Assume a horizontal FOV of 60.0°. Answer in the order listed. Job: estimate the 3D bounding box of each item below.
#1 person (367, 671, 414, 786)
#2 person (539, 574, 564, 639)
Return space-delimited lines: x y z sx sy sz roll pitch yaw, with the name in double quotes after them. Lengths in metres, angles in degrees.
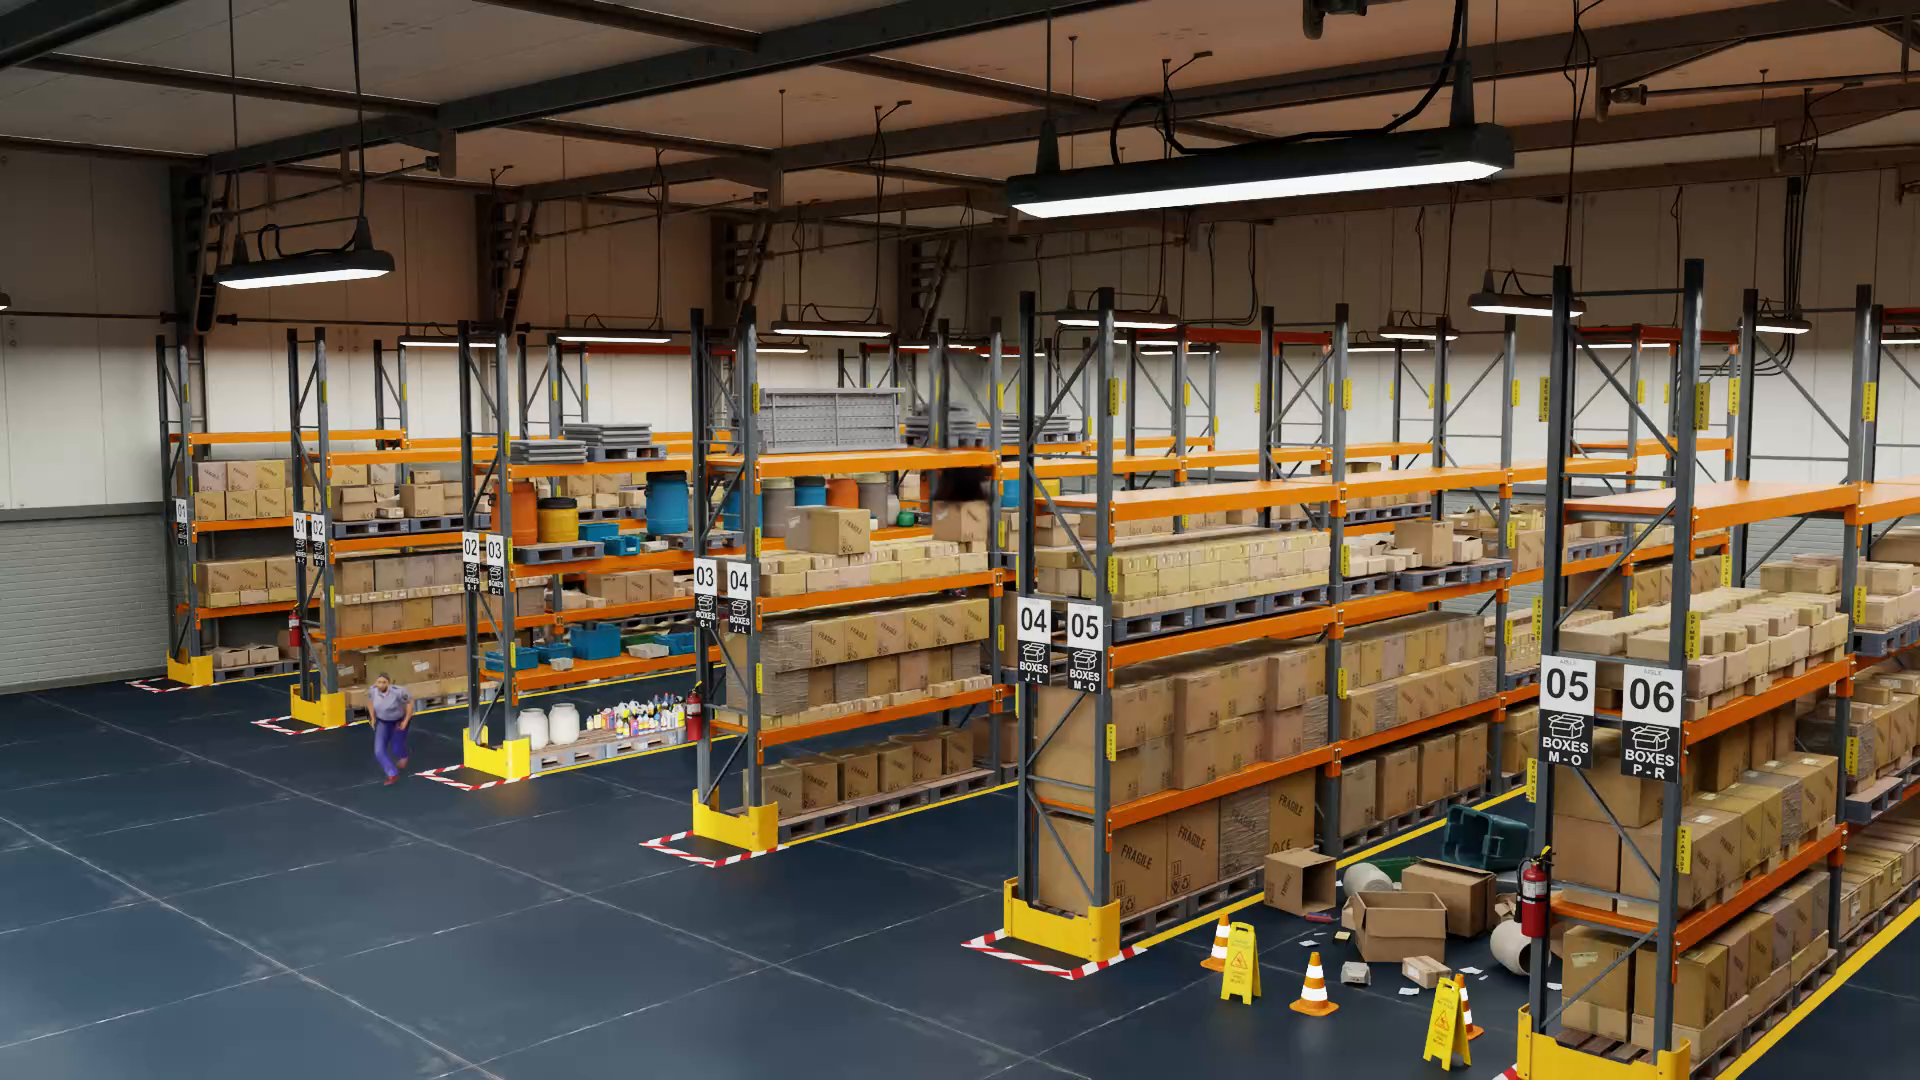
-7.360 2.397 21.653 0.607 1.515 0.947 0 5 0 "person"
-7.451 1.456 30.349 0.714 1.733 0.791 4 7 39 "person"
